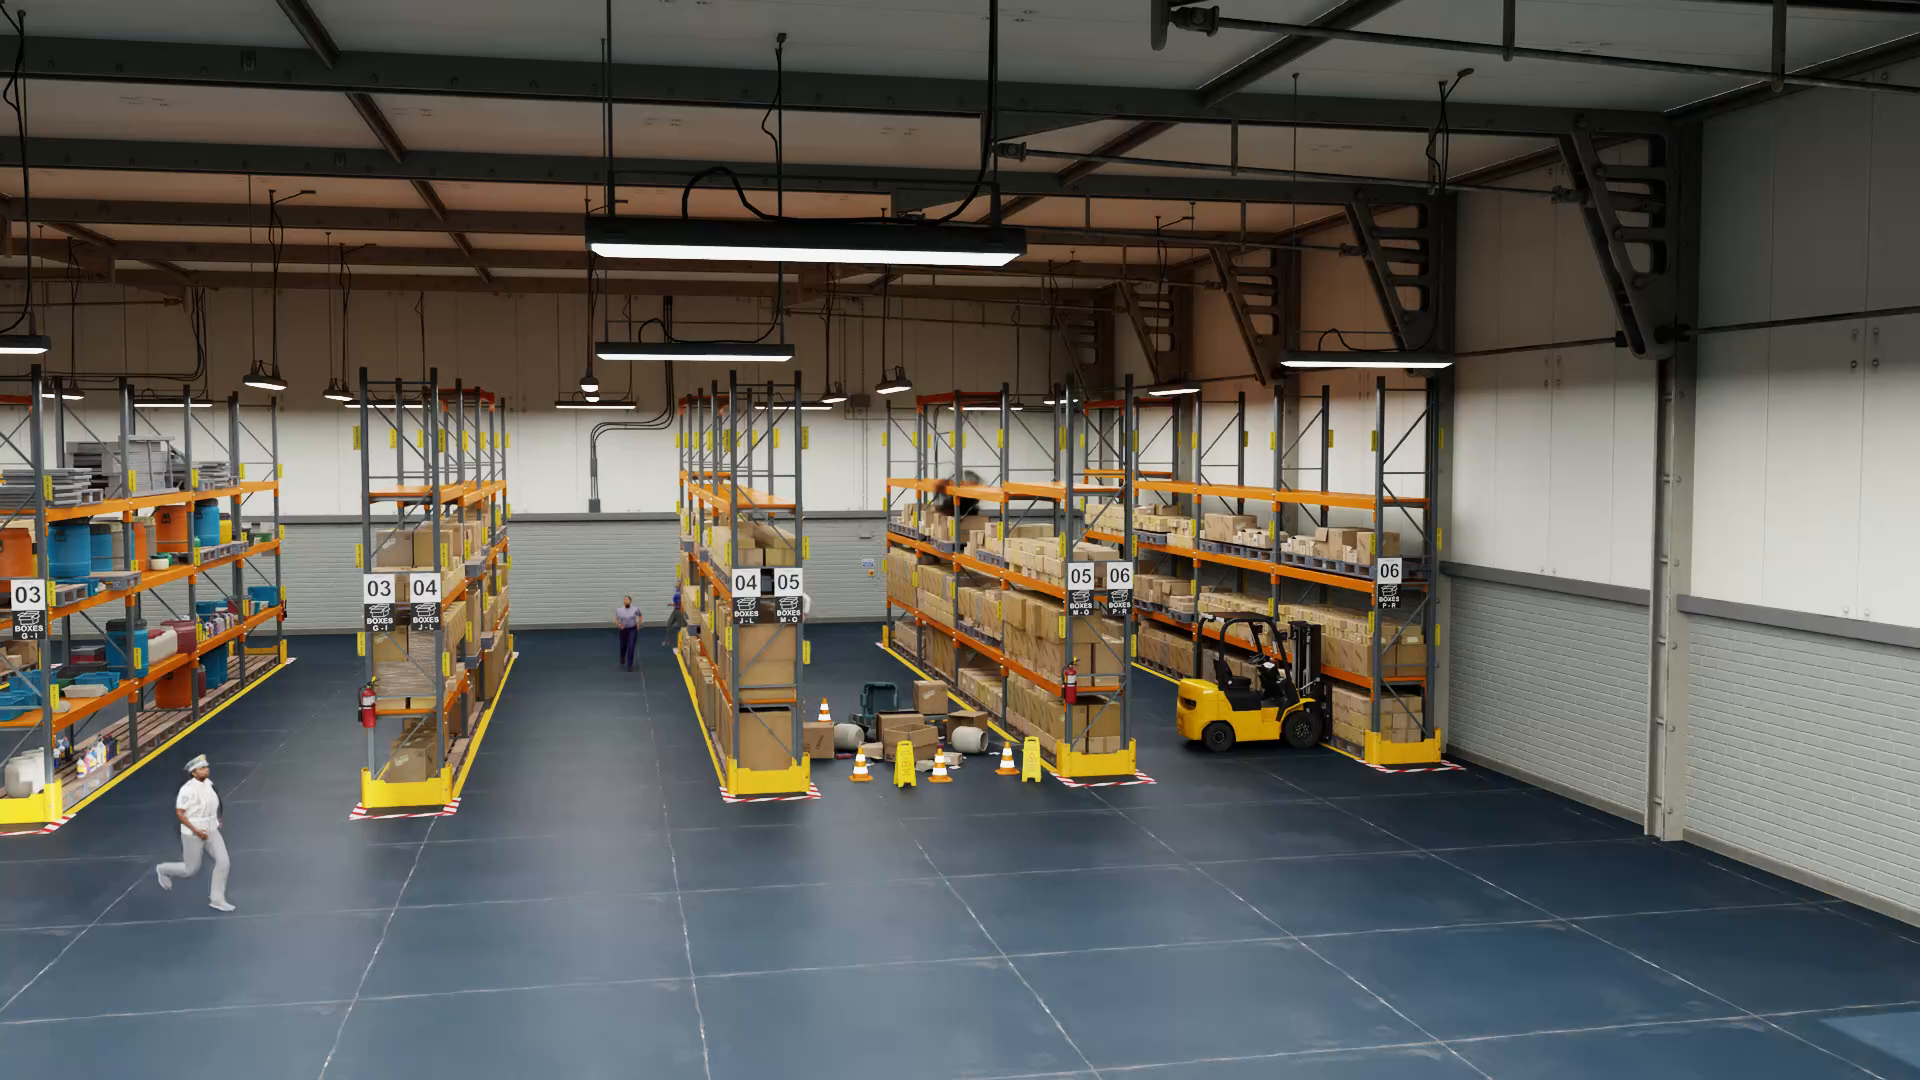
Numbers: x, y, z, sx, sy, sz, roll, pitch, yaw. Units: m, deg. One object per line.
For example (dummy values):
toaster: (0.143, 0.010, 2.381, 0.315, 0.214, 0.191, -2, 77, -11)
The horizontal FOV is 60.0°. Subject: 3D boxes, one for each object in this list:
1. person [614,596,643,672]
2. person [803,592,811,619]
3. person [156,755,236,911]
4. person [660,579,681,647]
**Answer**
person: (-7.270, 2.041, 36.439, 0.591, 1.637, 0.828, 0, 3, -8)
person: (-3.828, 1.842, 38.398, 0.656, 1.756, 0.879, -2, 4, -34)
person: (-8.178, 3.131, 17.829, 0.892, 1.680, 0.564, 1, 4, 18)
person: (-6.845, 1.783, 40.313, 0.838, 1.640, 0.592, -1, 3, -12)
